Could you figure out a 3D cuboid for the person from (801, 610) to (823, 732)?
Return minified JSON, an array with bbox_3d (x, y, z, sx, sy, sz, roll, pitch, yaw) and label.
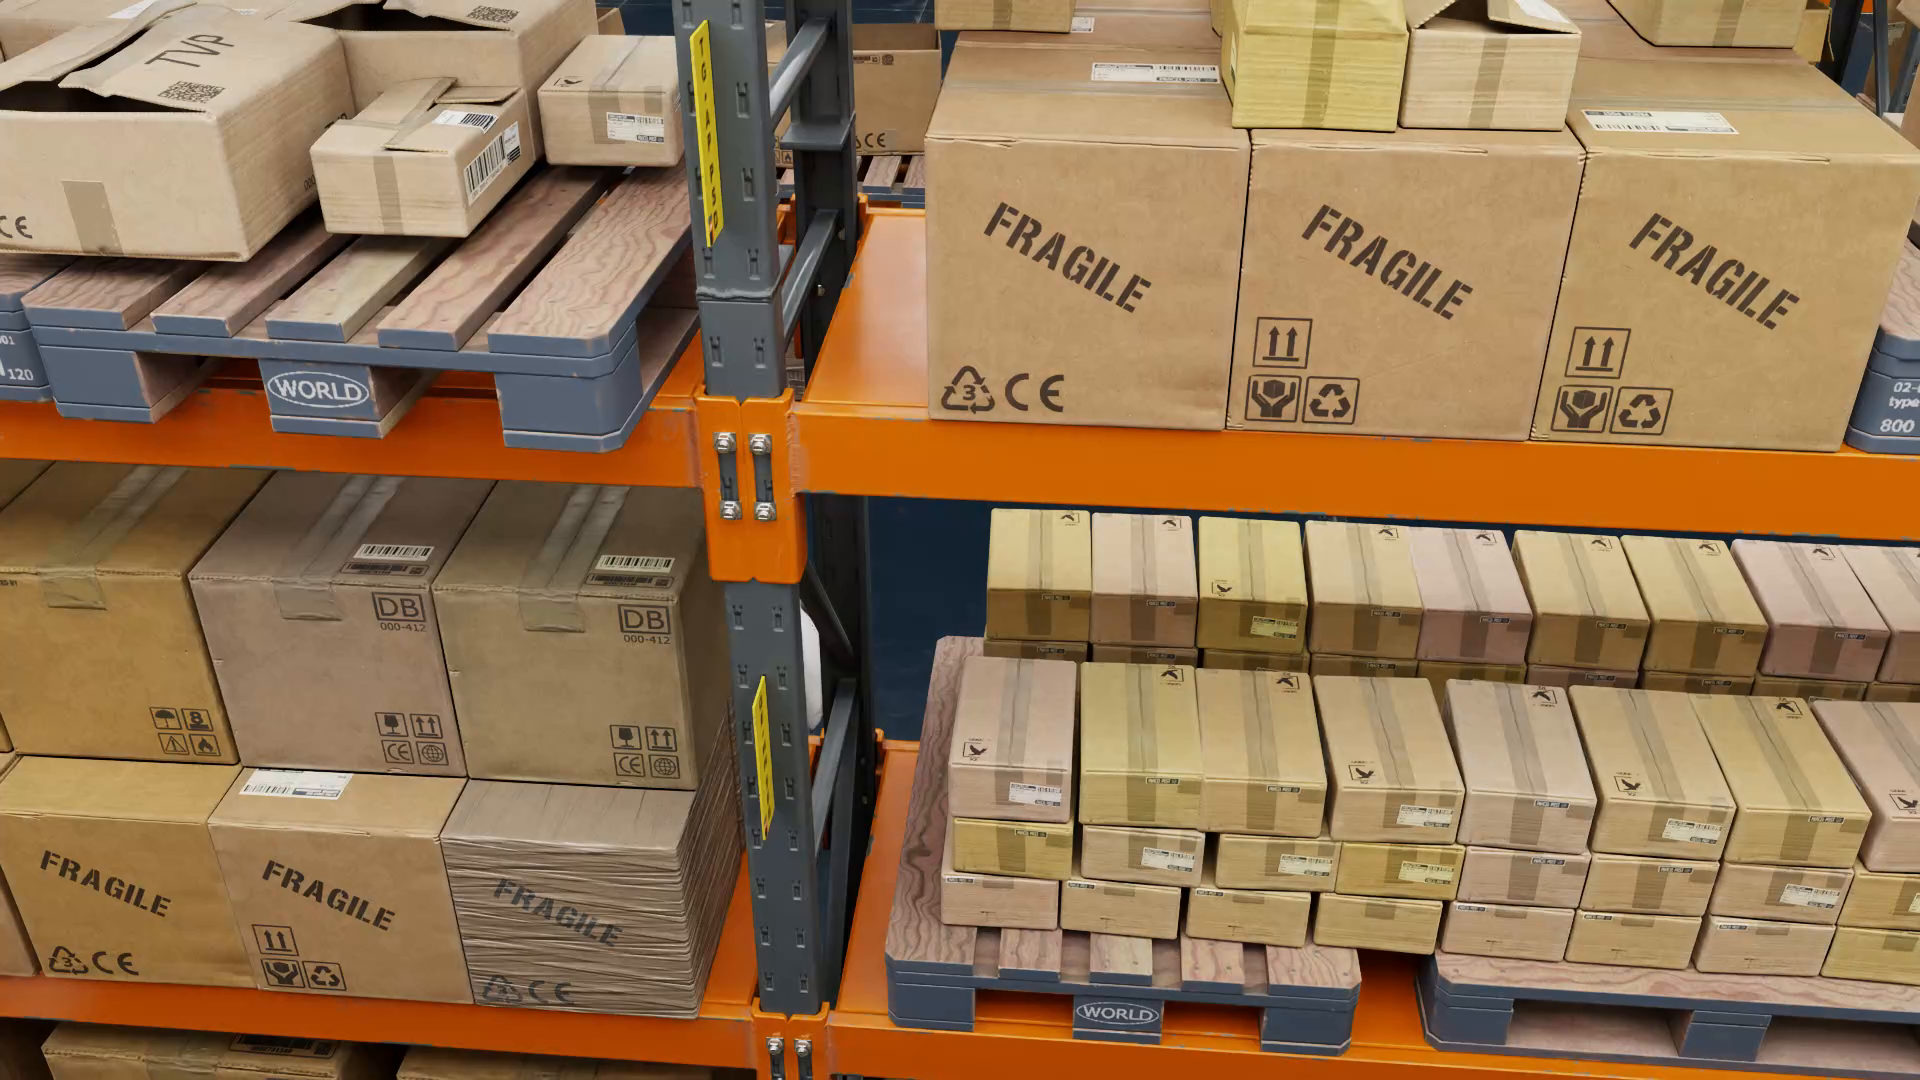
[{"bbox_3d":[-0.824,0.544,5.837,0.821,1.180,0.626,2,32,3],"label":"person"}]
